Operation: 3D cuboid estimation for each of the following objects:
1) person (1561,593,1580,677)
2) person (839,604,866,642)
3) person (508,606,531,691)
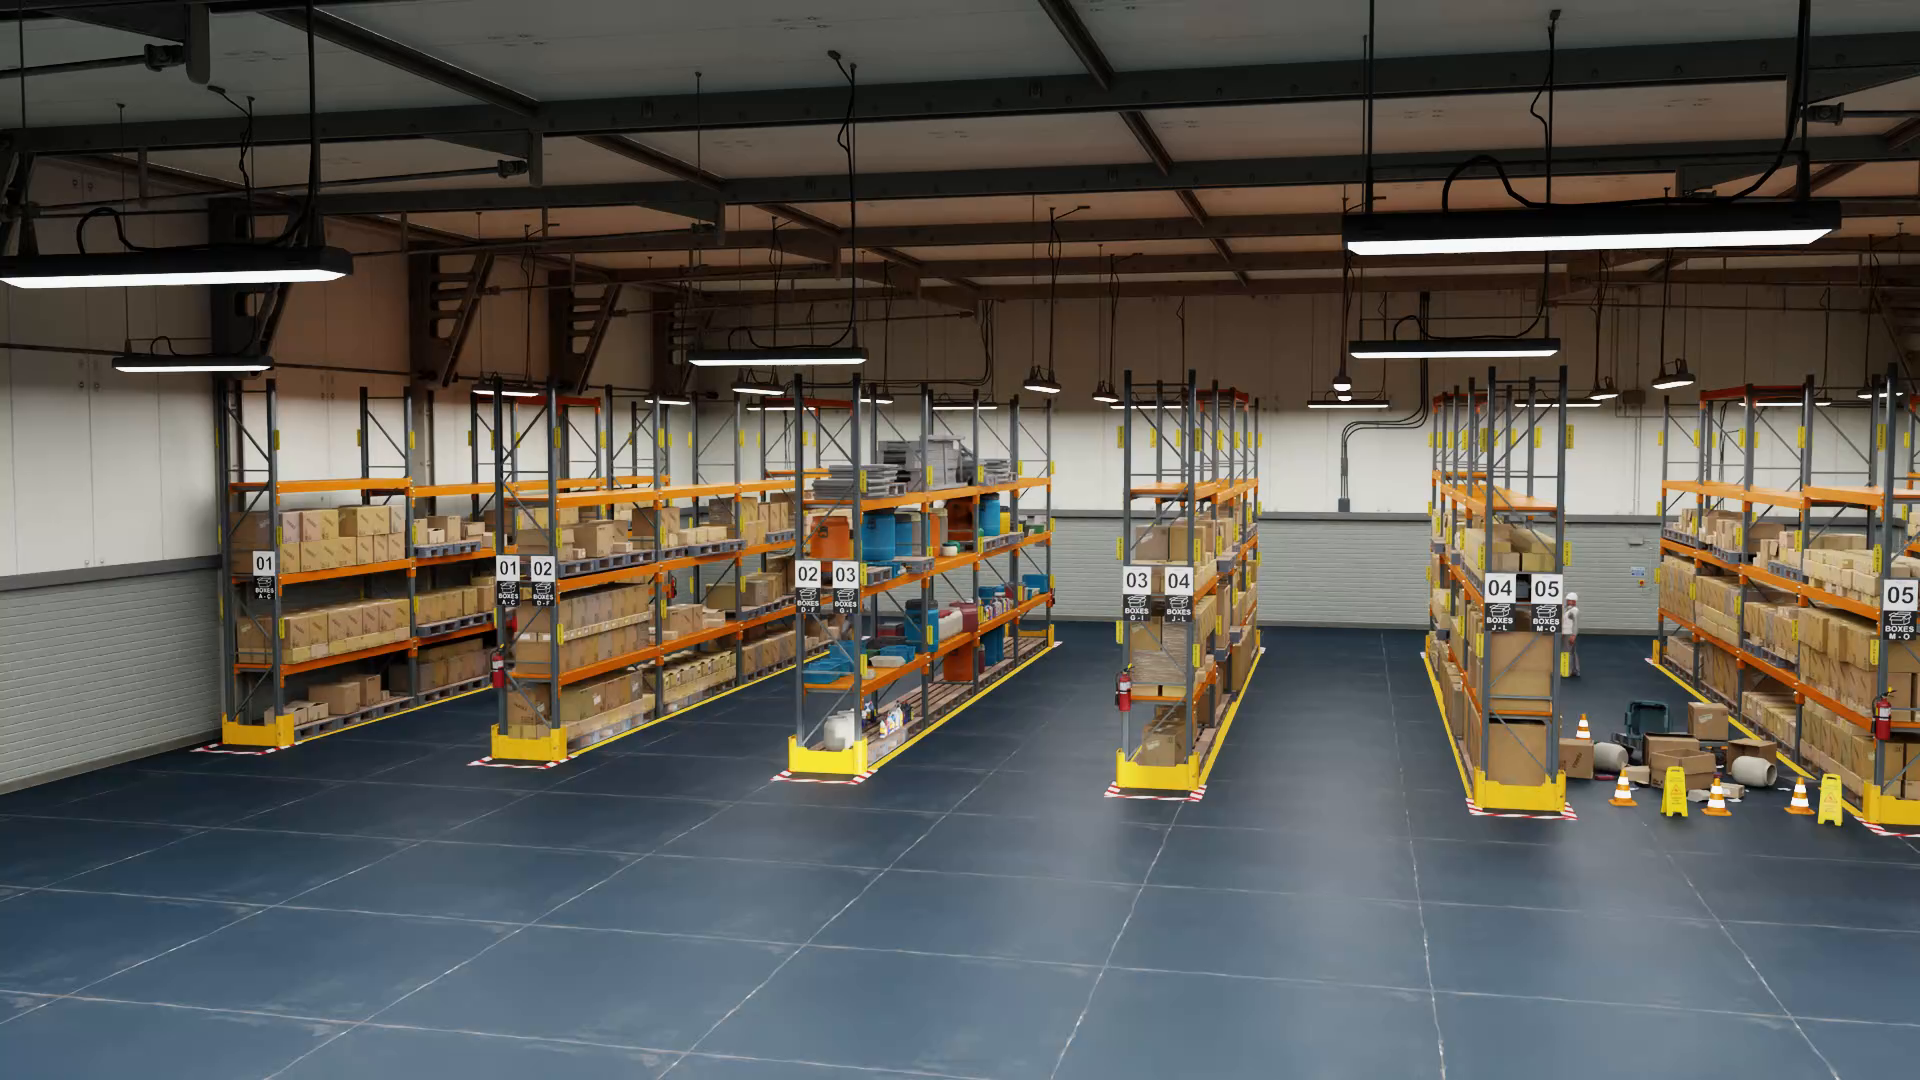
[{"bbox_3d":[12.945,2.007,35.294,0.441,1.776,0.561,2,4,29],"label":"person"},{"bbox_3d":[-2.442,1.823,36.832,0.631,1.617,1.030,1,4,15],"label":"person"},{"bbox_3d":[-8.716,2.163,32.857,0.501,1.724,0.541,-3,4,-37],"label":"person"}]
